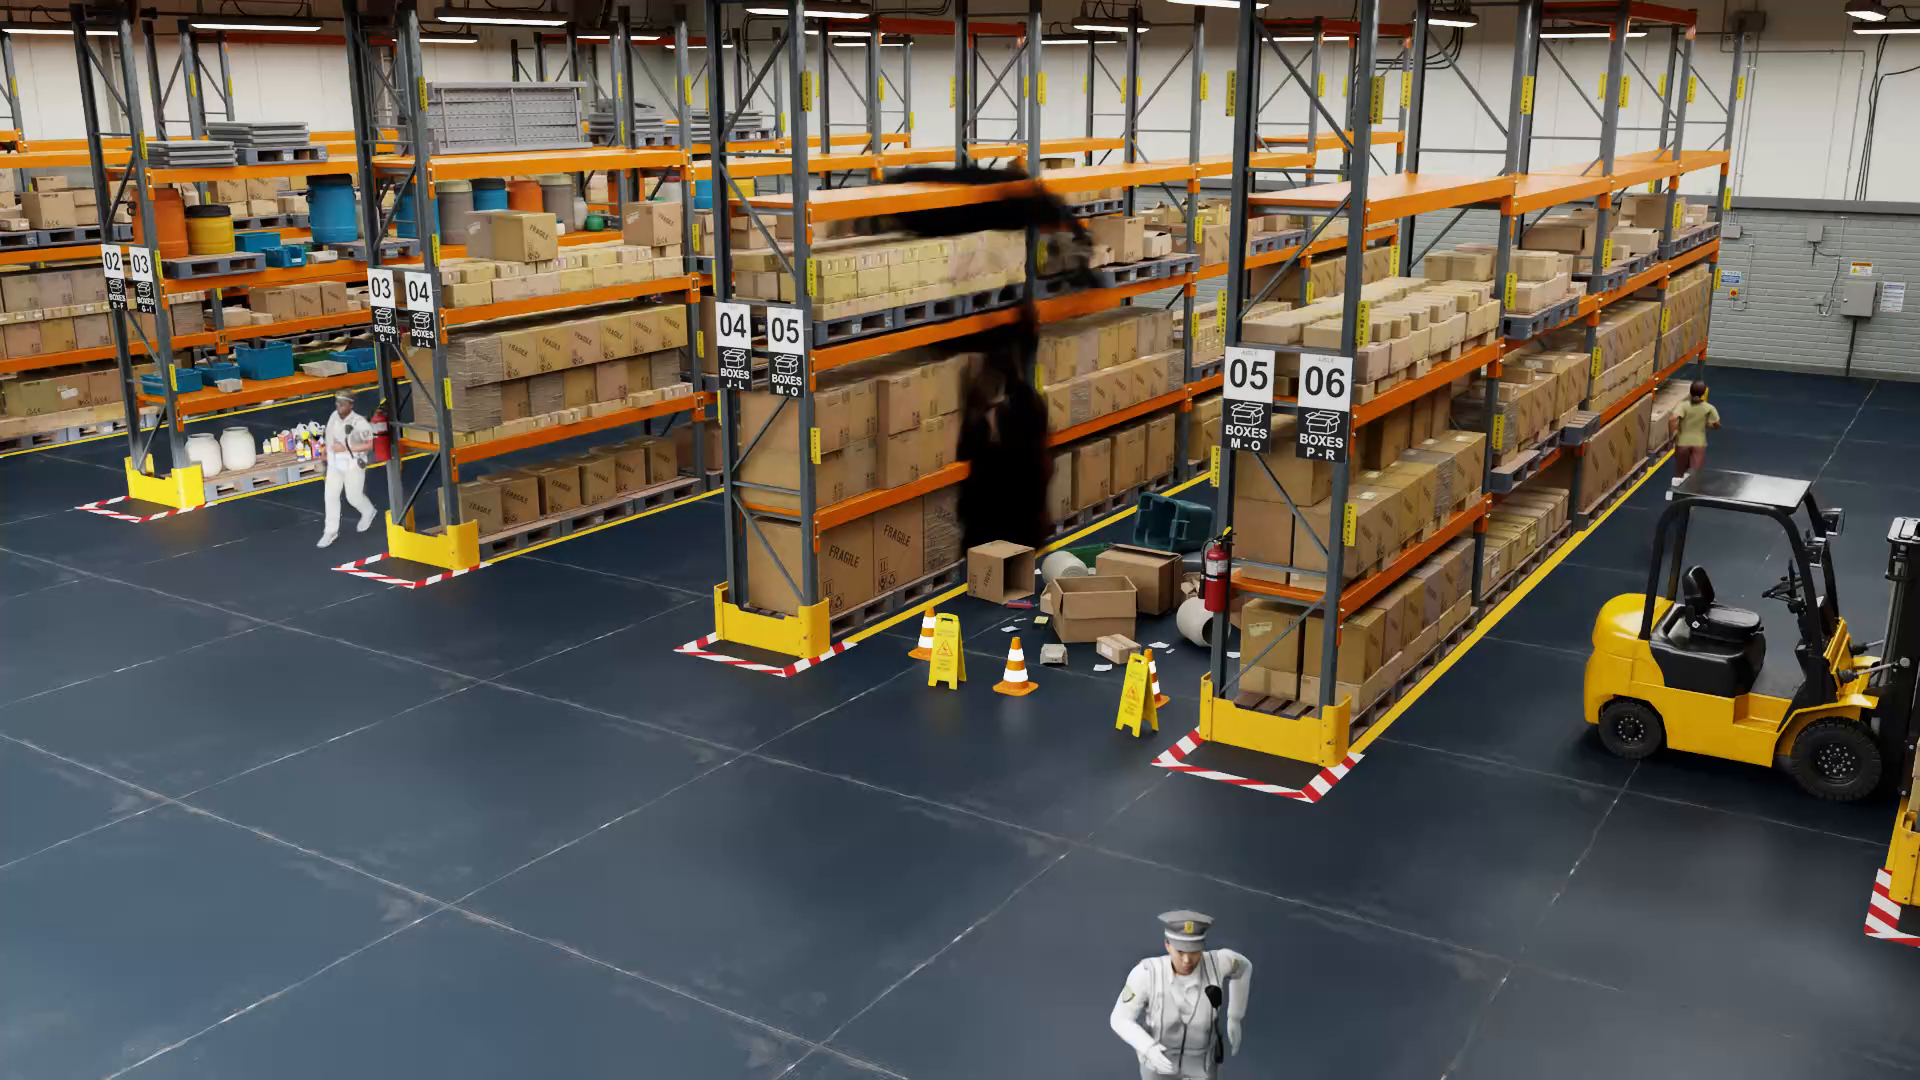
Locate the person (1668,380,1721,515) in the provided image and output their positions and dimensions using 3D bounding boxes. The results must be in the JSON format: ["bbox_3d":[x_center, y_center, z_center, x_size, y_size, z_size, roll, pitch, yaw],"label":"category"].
[{"bbox_3d":[8.802,-1.100,20.014,0.583,1.656,0.893,6,17,22],"label":"person"}]

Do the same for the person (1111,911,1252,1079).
[{"bbox_3d":[1.001,2.387,7.590,0.644,1.715,0.929,1,16,3],"label":"person"}]

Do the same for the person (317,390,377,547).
[{"bbox_3d":[-6.975,-0.851,19.060,0.690,1.799,0.890,5,16,17],"label":"person"}]
